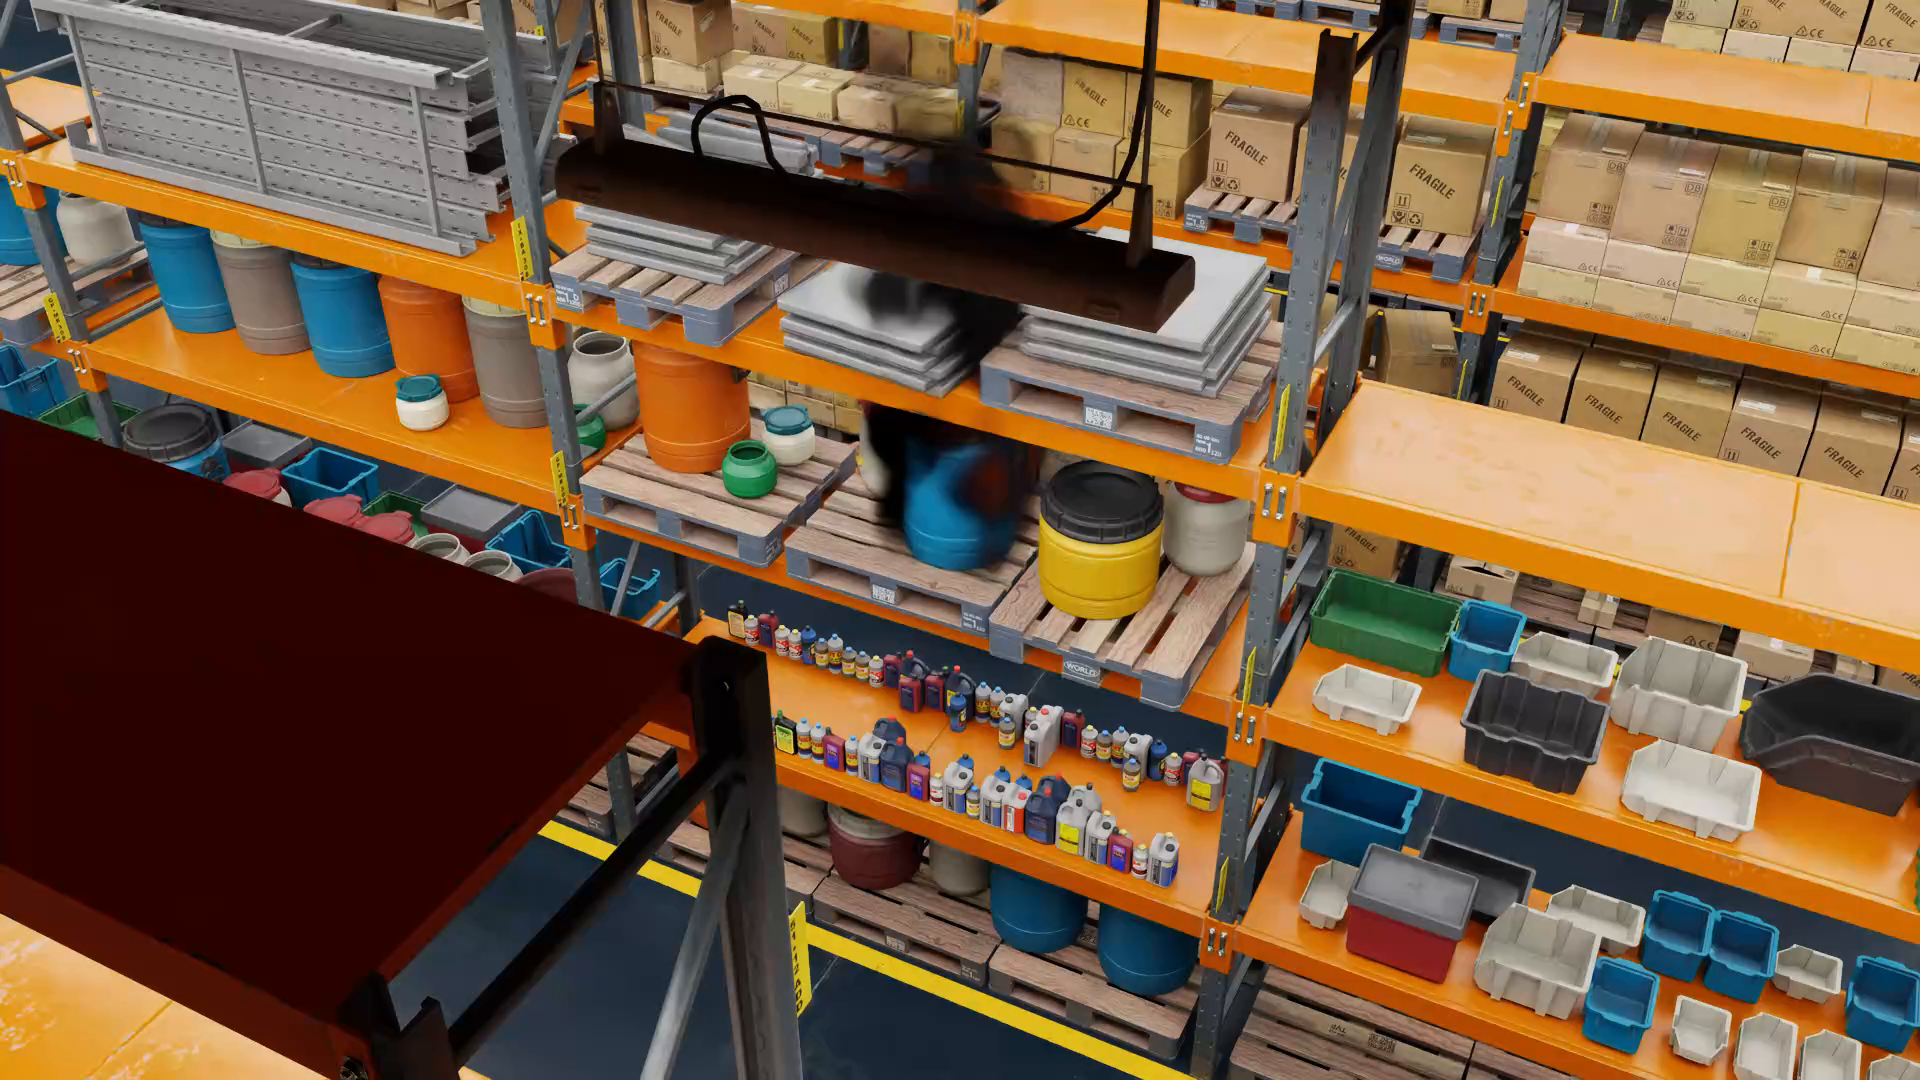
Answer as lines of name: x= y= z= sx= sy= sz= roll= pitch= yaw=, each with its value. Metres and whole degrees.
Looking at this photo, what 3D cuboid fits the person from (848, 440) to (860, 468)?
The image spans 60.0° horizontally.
person: x=-0.552 y=-0.276 z=12.296 sx=0.747 sy=1.909 sz=0.638 roll=14 pitch=37 yaw=19
